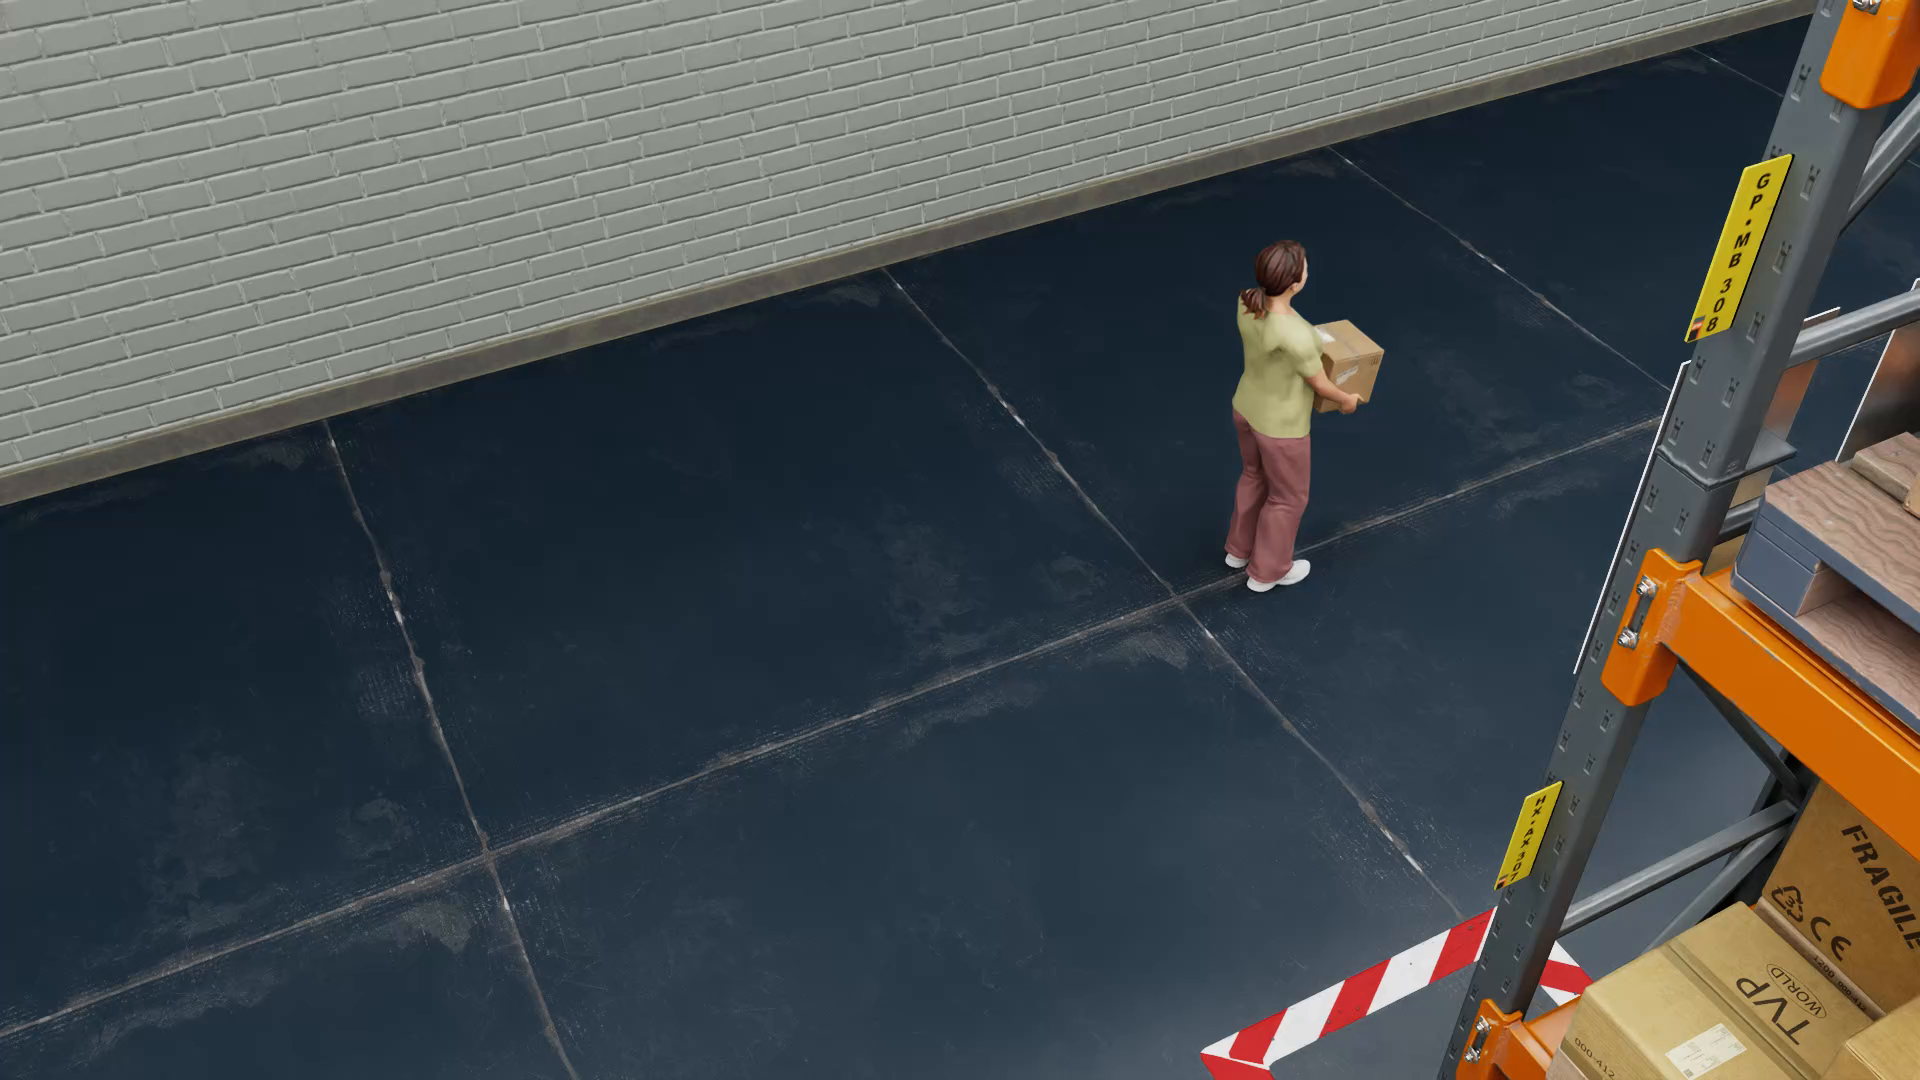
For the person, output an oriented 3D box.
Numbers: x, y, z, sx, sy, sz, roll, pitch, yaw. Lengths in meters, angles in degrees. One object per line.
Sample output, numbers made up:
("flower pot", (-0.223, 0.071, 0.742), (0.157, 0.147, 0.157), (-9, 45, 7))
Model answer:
("person", (1.318, -0.504, 6.741), (0.549, 1.665, 0.426), (-18, 45, -20))
